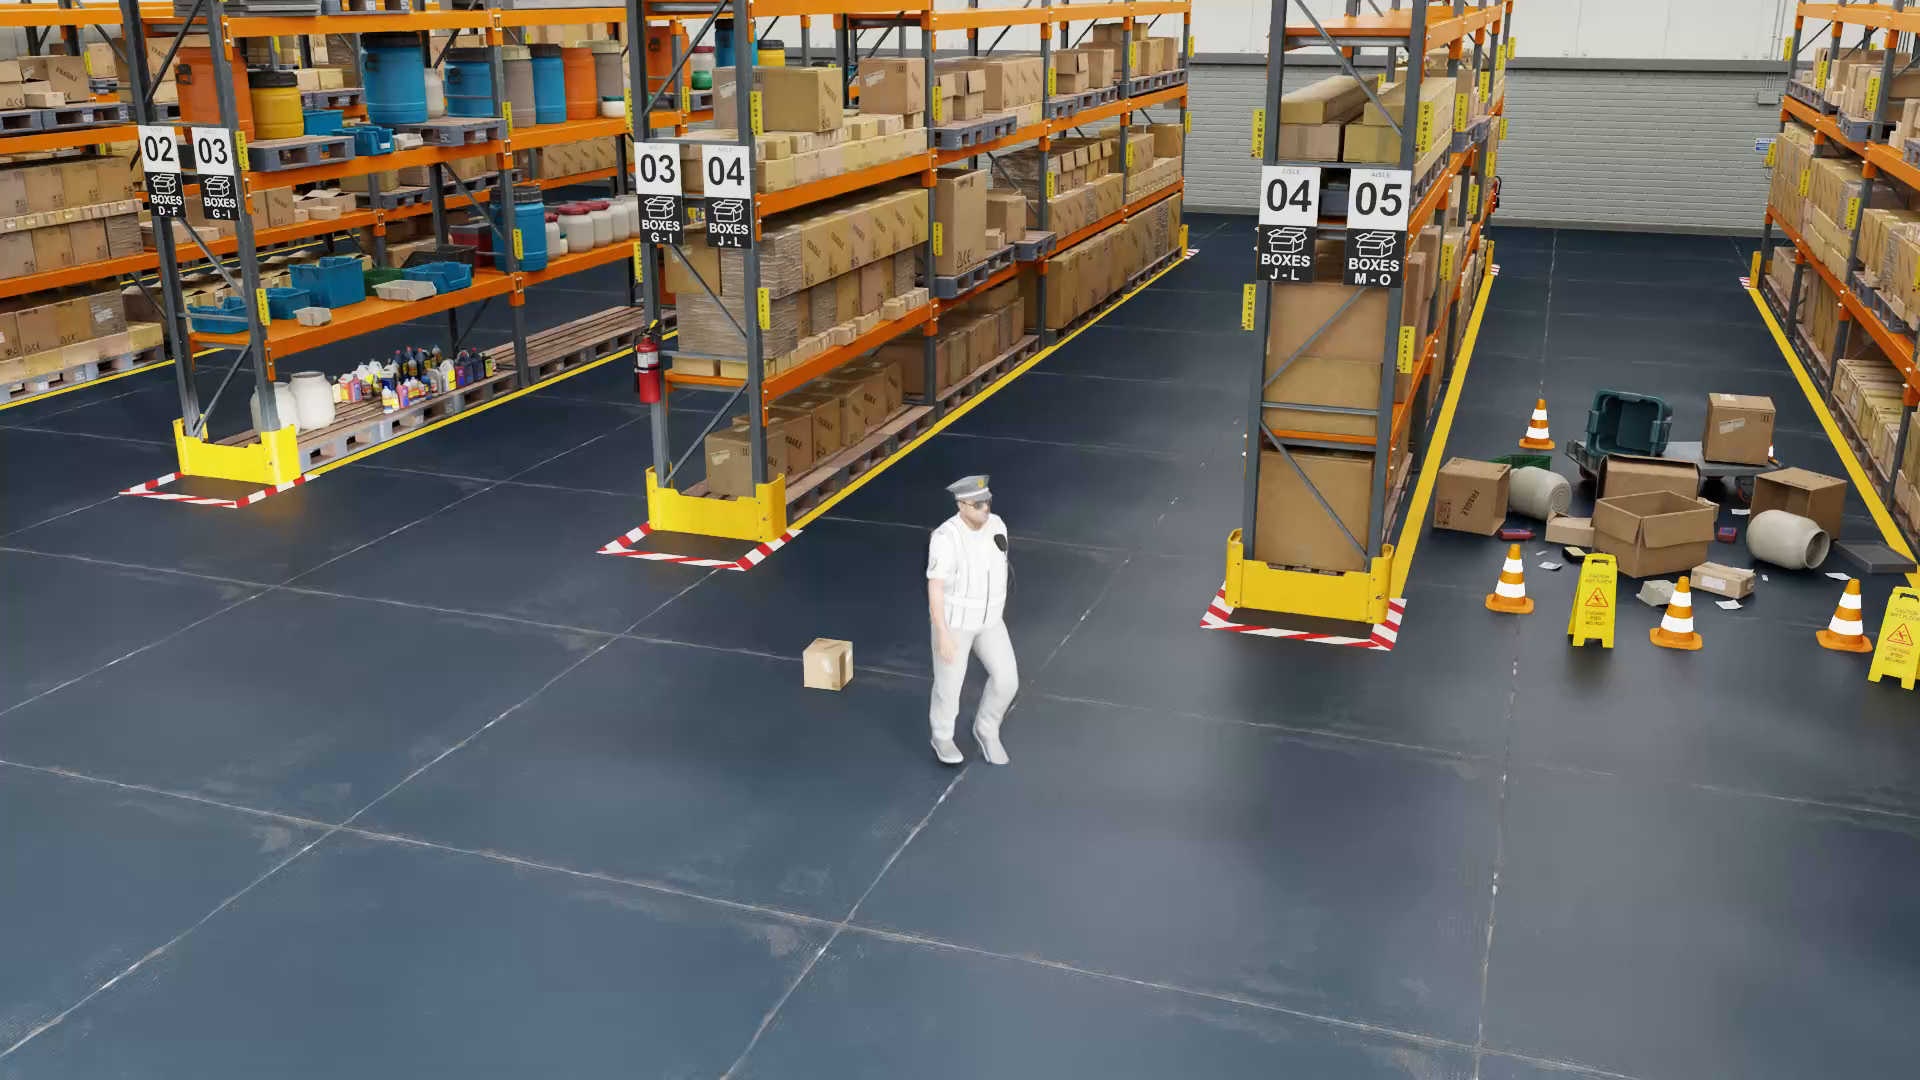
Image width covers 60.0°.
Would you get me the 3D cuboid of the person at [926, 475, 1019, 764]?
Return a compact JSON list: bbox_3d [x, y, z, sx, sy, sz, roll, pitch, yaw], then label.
[{"bbox_3d":[0.058,0.483,9.630,0.593,1.831,0.498,-12,22,-31],"label":"person"}]
